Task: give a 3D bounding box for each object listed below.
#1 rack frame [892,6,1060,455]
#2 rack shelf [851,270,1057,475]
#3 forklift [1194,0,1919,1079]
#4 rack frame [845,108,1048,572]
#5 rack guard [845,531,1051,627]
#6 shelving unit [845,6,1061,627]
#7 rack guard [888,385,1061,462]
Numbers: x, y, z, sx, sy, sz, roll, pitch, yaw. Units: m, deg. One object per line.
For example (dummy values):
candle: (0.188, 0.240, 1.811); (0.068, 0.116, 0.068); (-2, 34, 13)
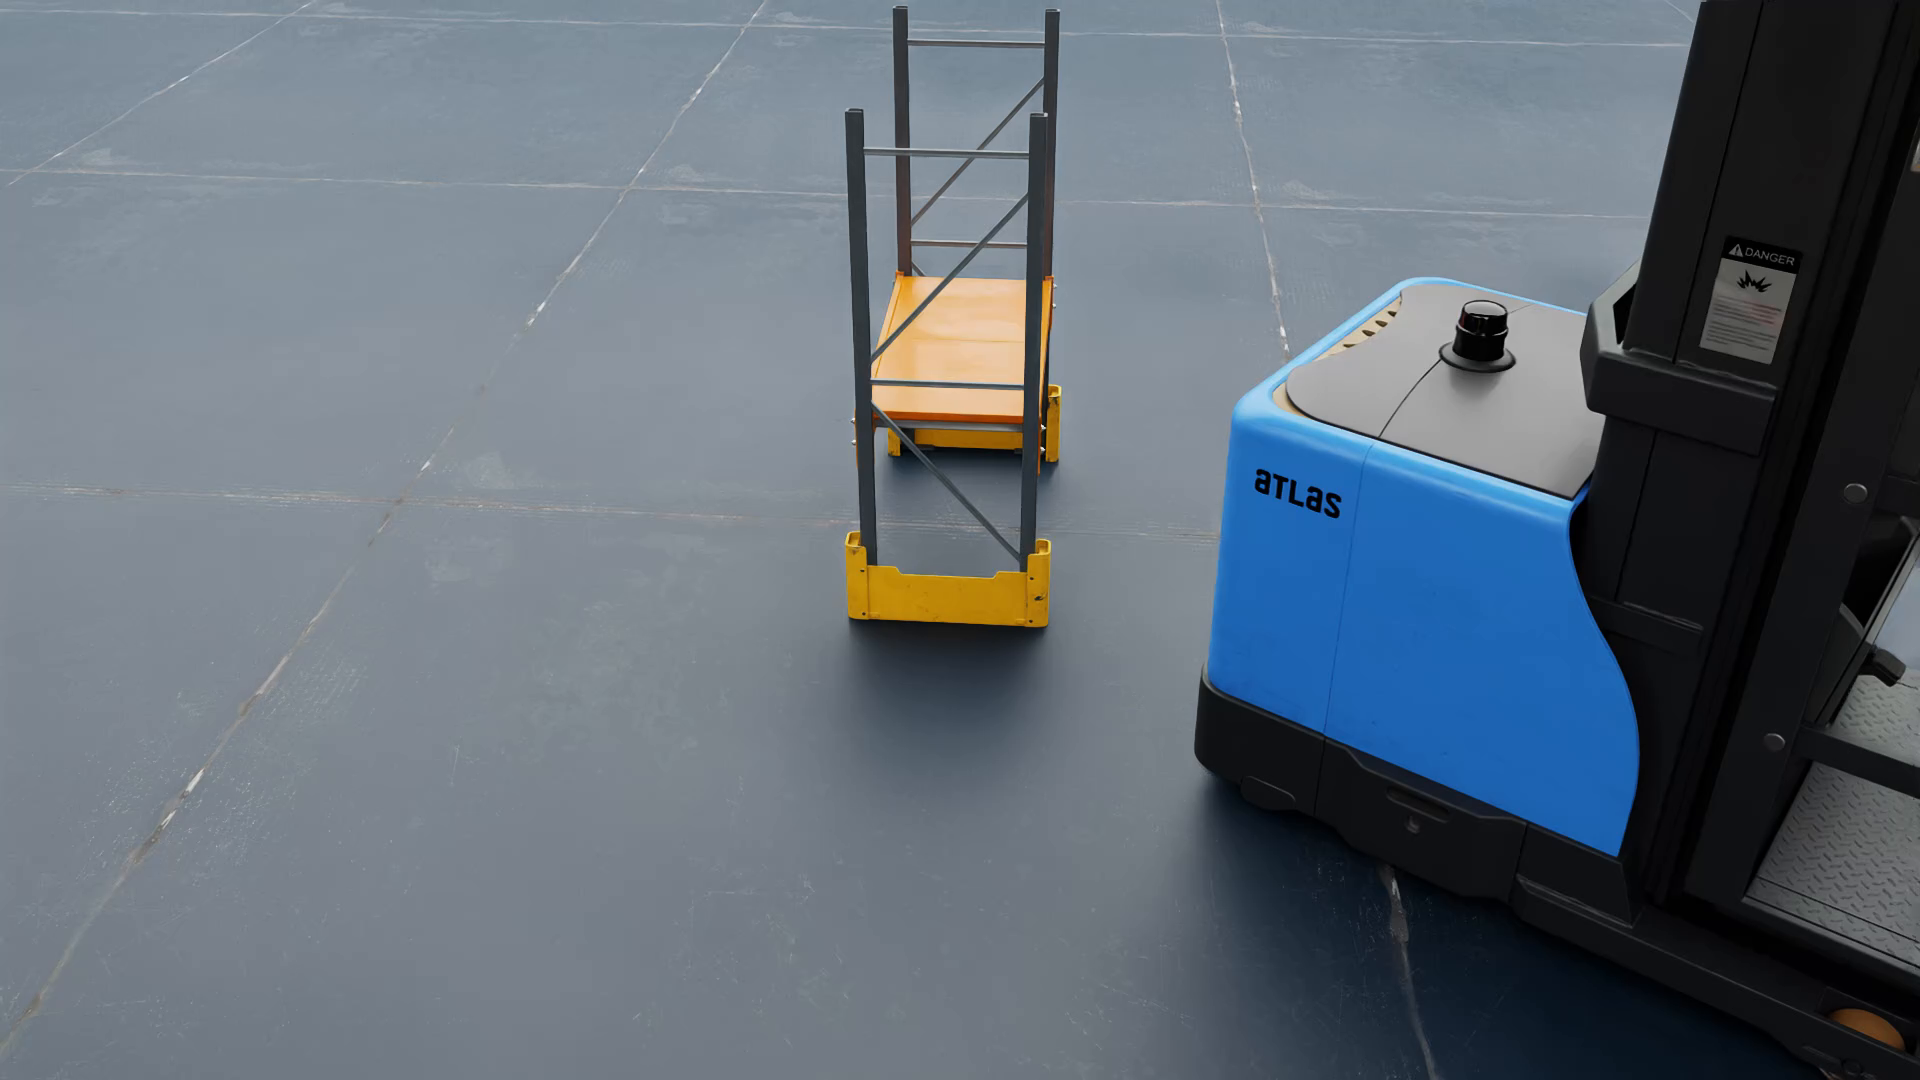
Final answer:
rack frame: (0.048, -0.949, 5.360); (0.500, 1.500, 0.032); (2, 32, 4)
rack shelf: (0.007, -0.530, 5.023); (0.538, 0.185, 1.000); (2, 32, 4)
forklift: (2.075, -0.371, 3.059); (3.031, 2.935, 1.130); (22, 38, 31)
rack frame: (-0.034, -0.417, 4.498); (0.500, 1.500, 0.032); (2, 32, 4)
rack guard: (-0.034, 0.114, 4.827); (0.587, 0.250, 0.087); (2, 32, 4)
shelving unit: (0.006, -0.678, 4.921); (0.587, 1.500, 1.083); (2, 32, 4)
rack guard: (0.047, -0.407, 5.672); (0.587, 0.250, 0.087); (2, 32, 4)
